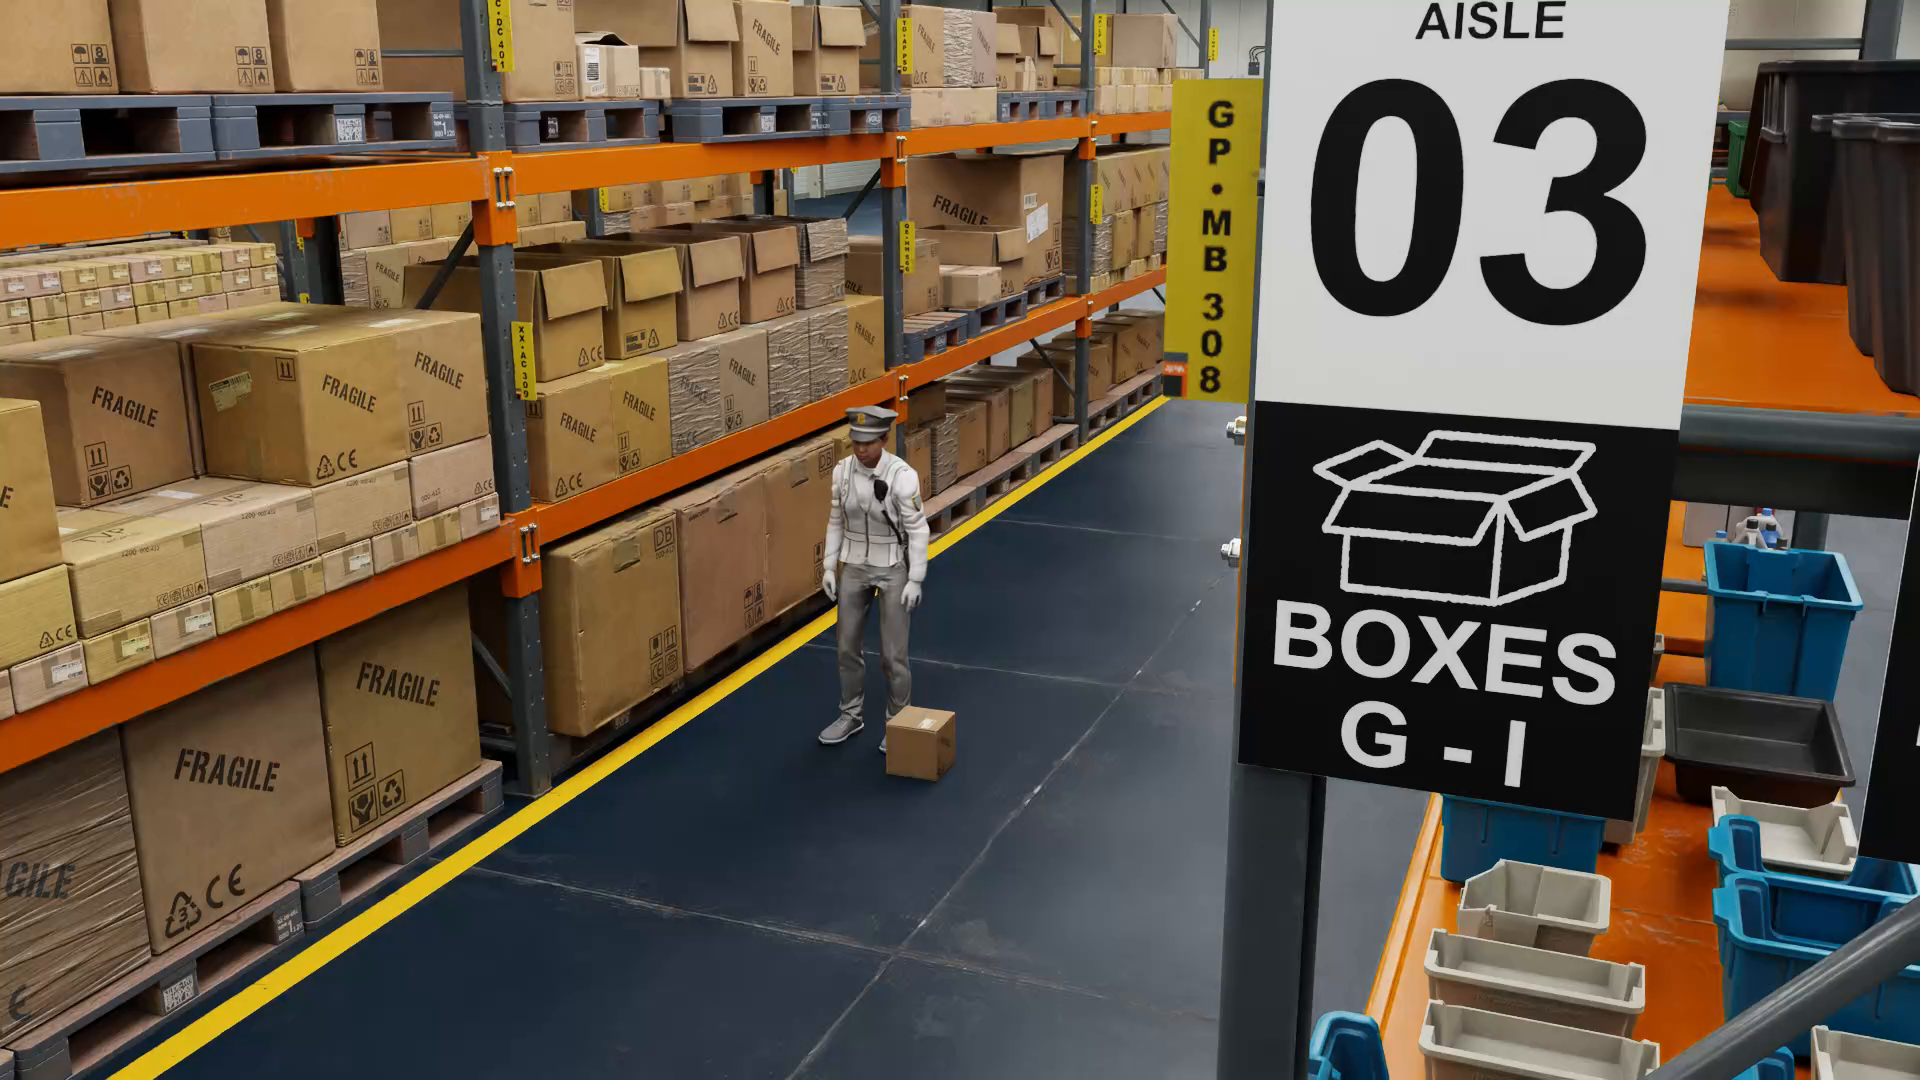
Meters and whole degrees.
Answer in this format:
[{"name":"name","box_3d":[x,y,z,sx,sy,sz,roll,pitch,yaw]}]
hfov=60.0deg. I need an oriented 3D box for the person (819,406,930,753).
[{"name":"person","box_3d":[-0.404,0.174,7.891,0.529,1.664,0.374,6,17,22]}]
